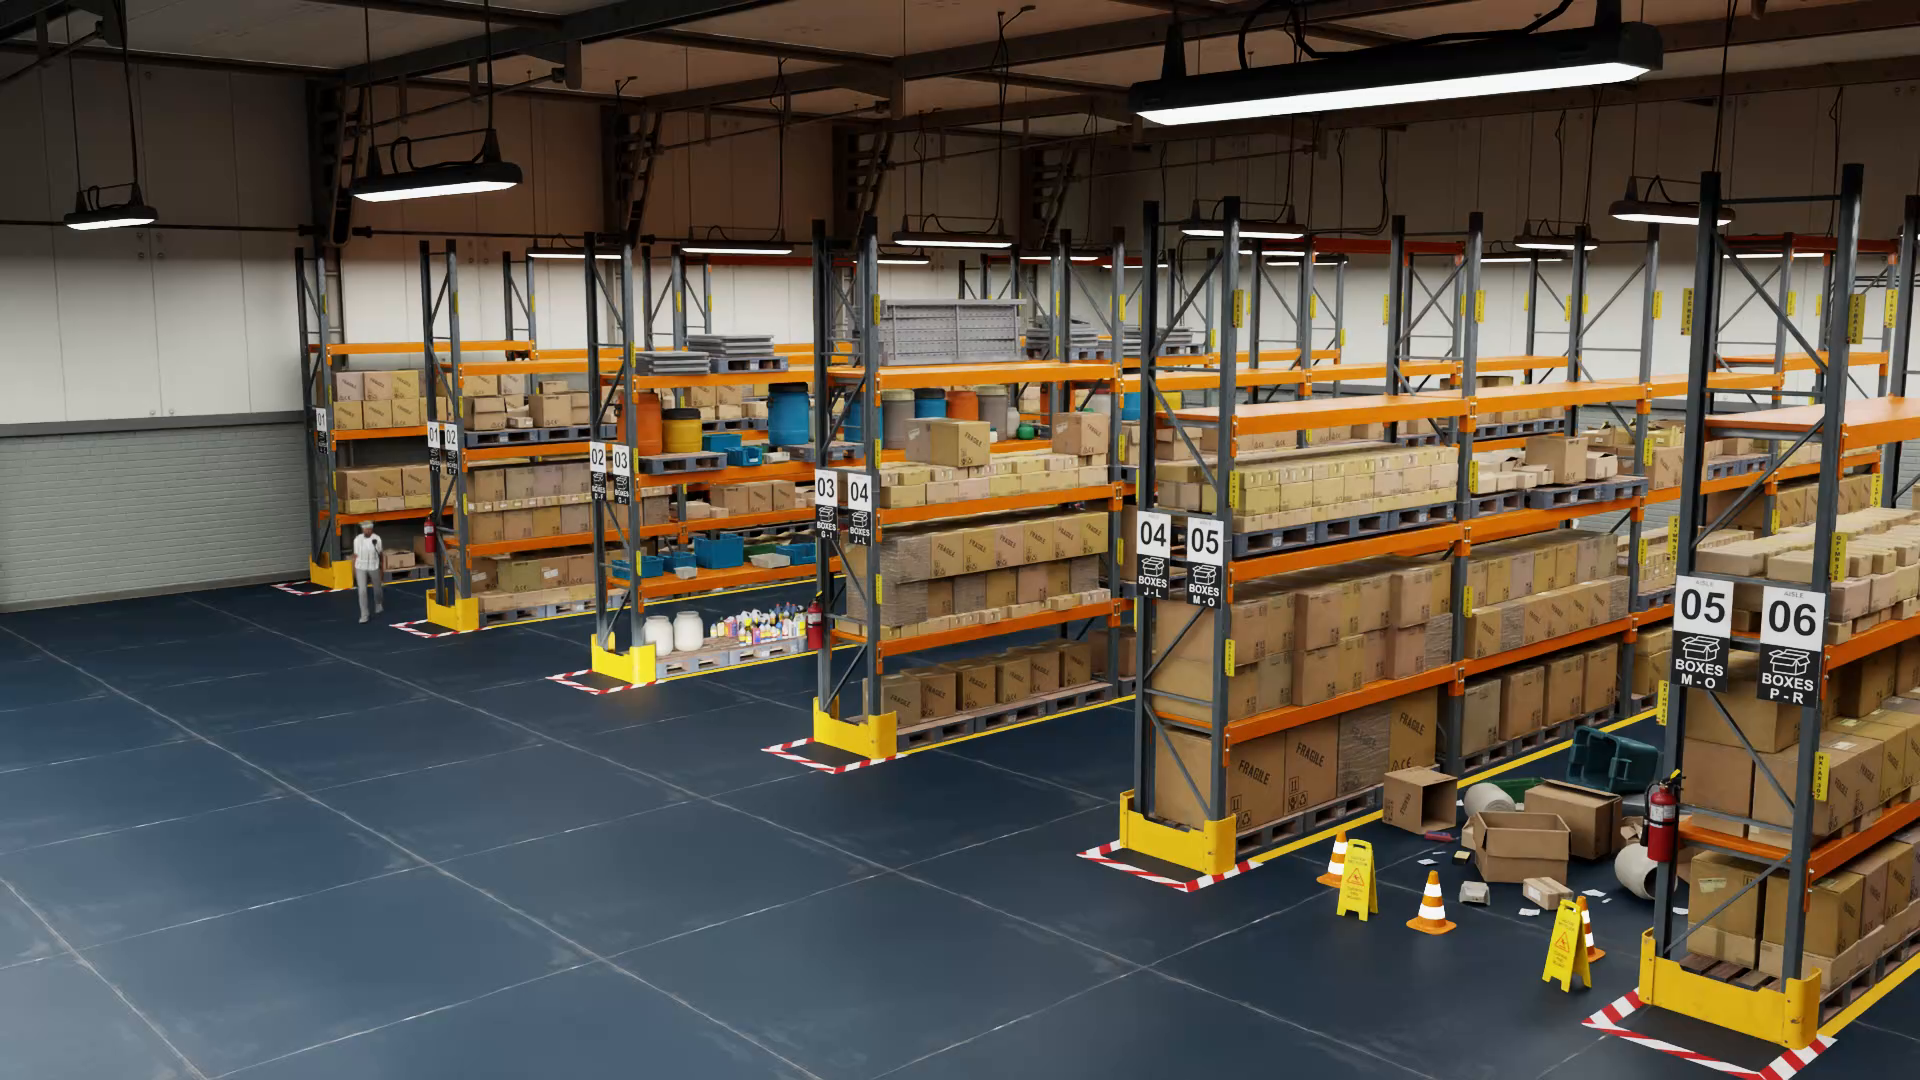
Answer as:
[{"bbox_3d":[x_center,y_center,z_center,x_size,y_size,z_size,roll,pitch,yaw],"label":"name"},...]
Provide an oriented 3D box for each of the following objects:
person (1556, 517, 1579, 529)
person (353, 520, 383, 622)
[{"bbox_3d":[11.531,-0.308,31.748,0.467,1.635,0.789,0,8,-2],"label":"person"},{"bbox_3d":[-9.468,0.449,26.639,0.455,1.610,0.950,-3,9,-17],"label":"person"}]
